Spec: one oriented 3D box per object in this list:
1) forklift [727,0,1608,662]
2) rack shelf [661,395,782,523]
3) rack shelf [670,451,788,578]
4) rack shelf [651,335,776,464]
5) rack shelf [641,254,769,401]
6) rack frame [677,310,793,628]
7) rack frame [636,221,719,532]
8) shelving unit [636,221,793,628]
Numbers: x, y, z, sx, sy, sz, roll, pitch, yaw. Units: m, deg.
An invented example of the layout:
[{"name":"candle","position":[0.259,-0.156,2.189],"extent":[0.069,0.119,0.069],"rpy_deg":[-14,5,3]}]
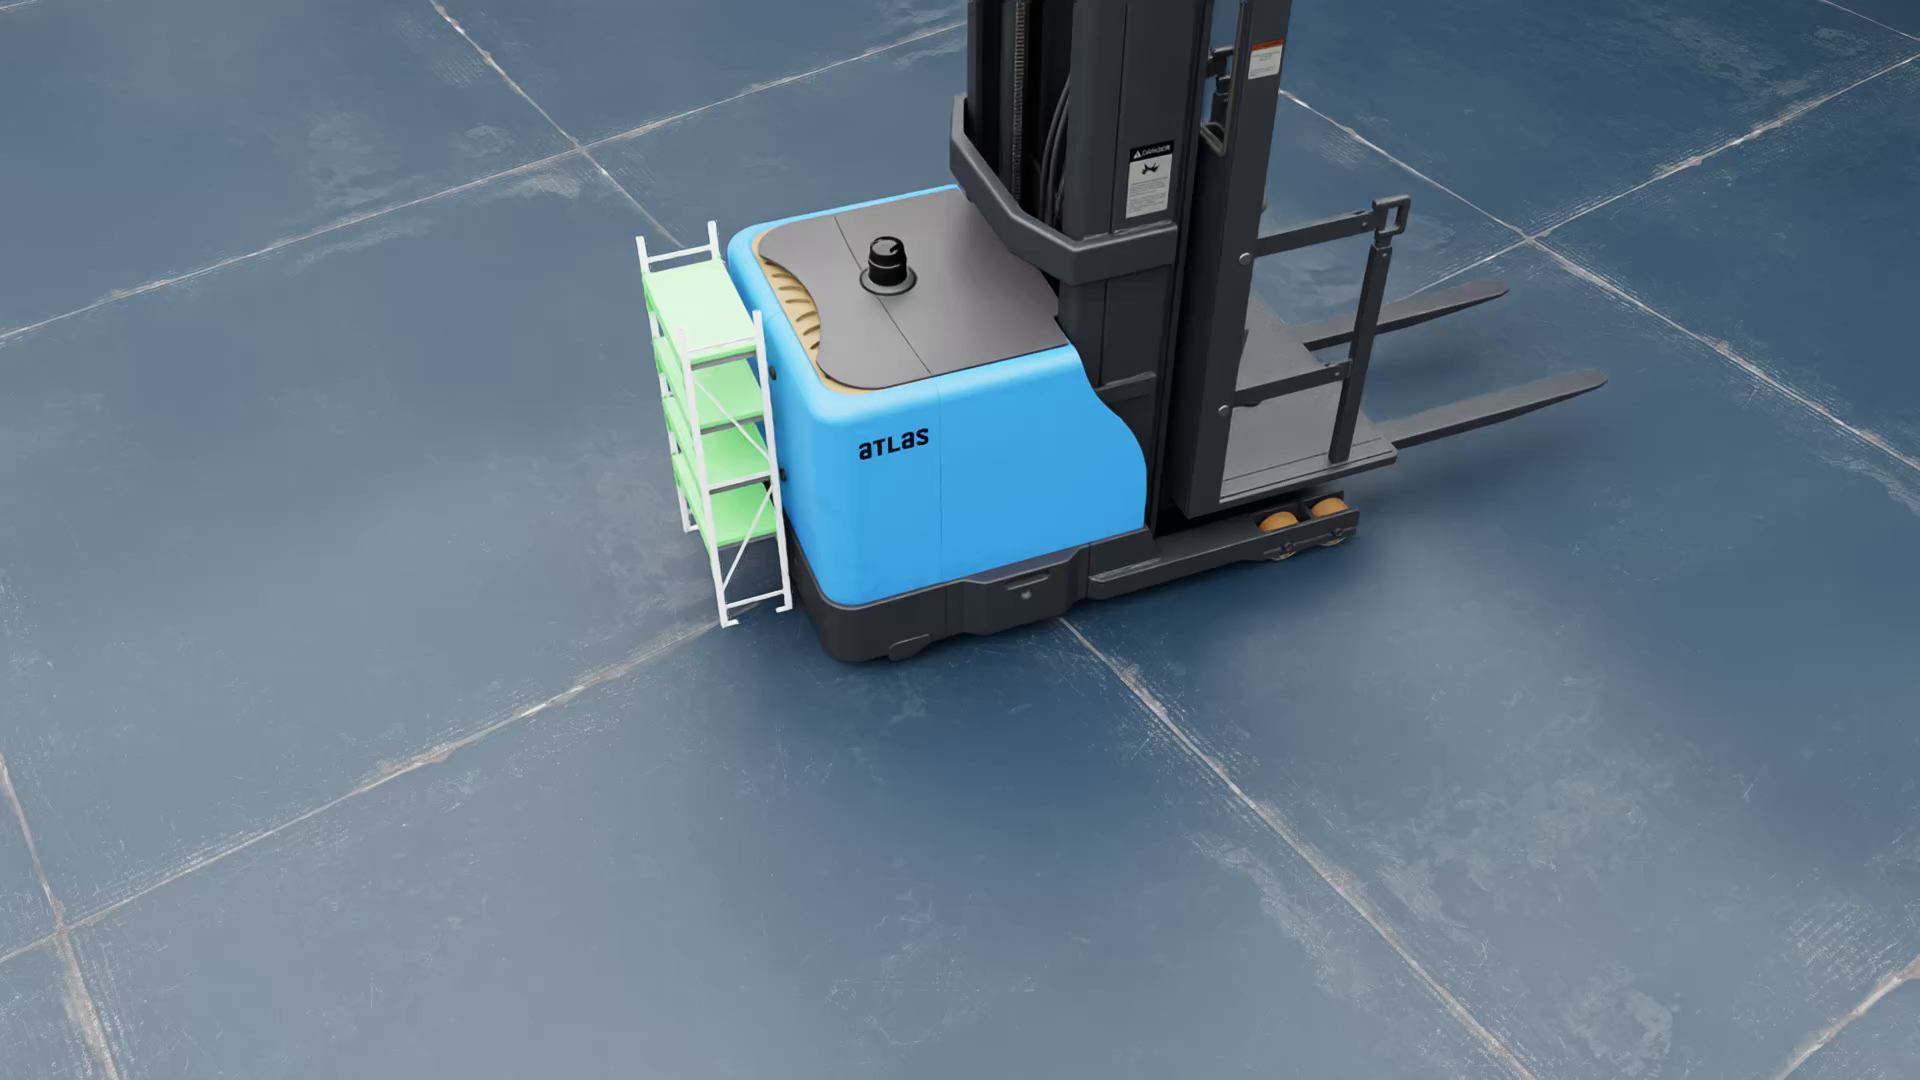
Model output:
[{"name":"forklift","position":[0.826,-1.318,5.008],"extent":[3.031,2.935,1.130],"rpy_deg":[-15,46,-15]},{"name":"rack shelf","position":[-0.760,-0.291,5.278],"extent":[0.258,0.148,0.480],"rpy_deg":[-15,46,-15]},{"name":"rack shelf","position":[-0.759,-0.118,5.444],"extent":[0.258,0.148,0.480],"rpy_deg":[-15,46,-15]},{"name":"rack shelf","position":[-0.761,-0.465,5.112],"extent":[0.258,0.148,0.480],"rpy_deg":[-15,46,-15]},{"name":"rack shelf","position":[-0.762,-0.638,4.946],"extent":[0.258,0.148,0.480],"rpy_deg":[-15,46,-15]},{"name":"rack frame","position":[-0.671,-0.181,5.069],"extent":[0.240,1.200,0.015],"rpy_deg":[-15,46,-15]},{"name":"rack frame","position":[-0.848,-0.495,5.398],"extent":[0.240,1.200,0.015],"rpy_deg":[-15,46,-15]},{"name":"shelving unit","position":[-0.760,-0.338,5.234],"extent":[0.258,1.200,0.503],"rpy_deg":[-15,46,-15]}]
